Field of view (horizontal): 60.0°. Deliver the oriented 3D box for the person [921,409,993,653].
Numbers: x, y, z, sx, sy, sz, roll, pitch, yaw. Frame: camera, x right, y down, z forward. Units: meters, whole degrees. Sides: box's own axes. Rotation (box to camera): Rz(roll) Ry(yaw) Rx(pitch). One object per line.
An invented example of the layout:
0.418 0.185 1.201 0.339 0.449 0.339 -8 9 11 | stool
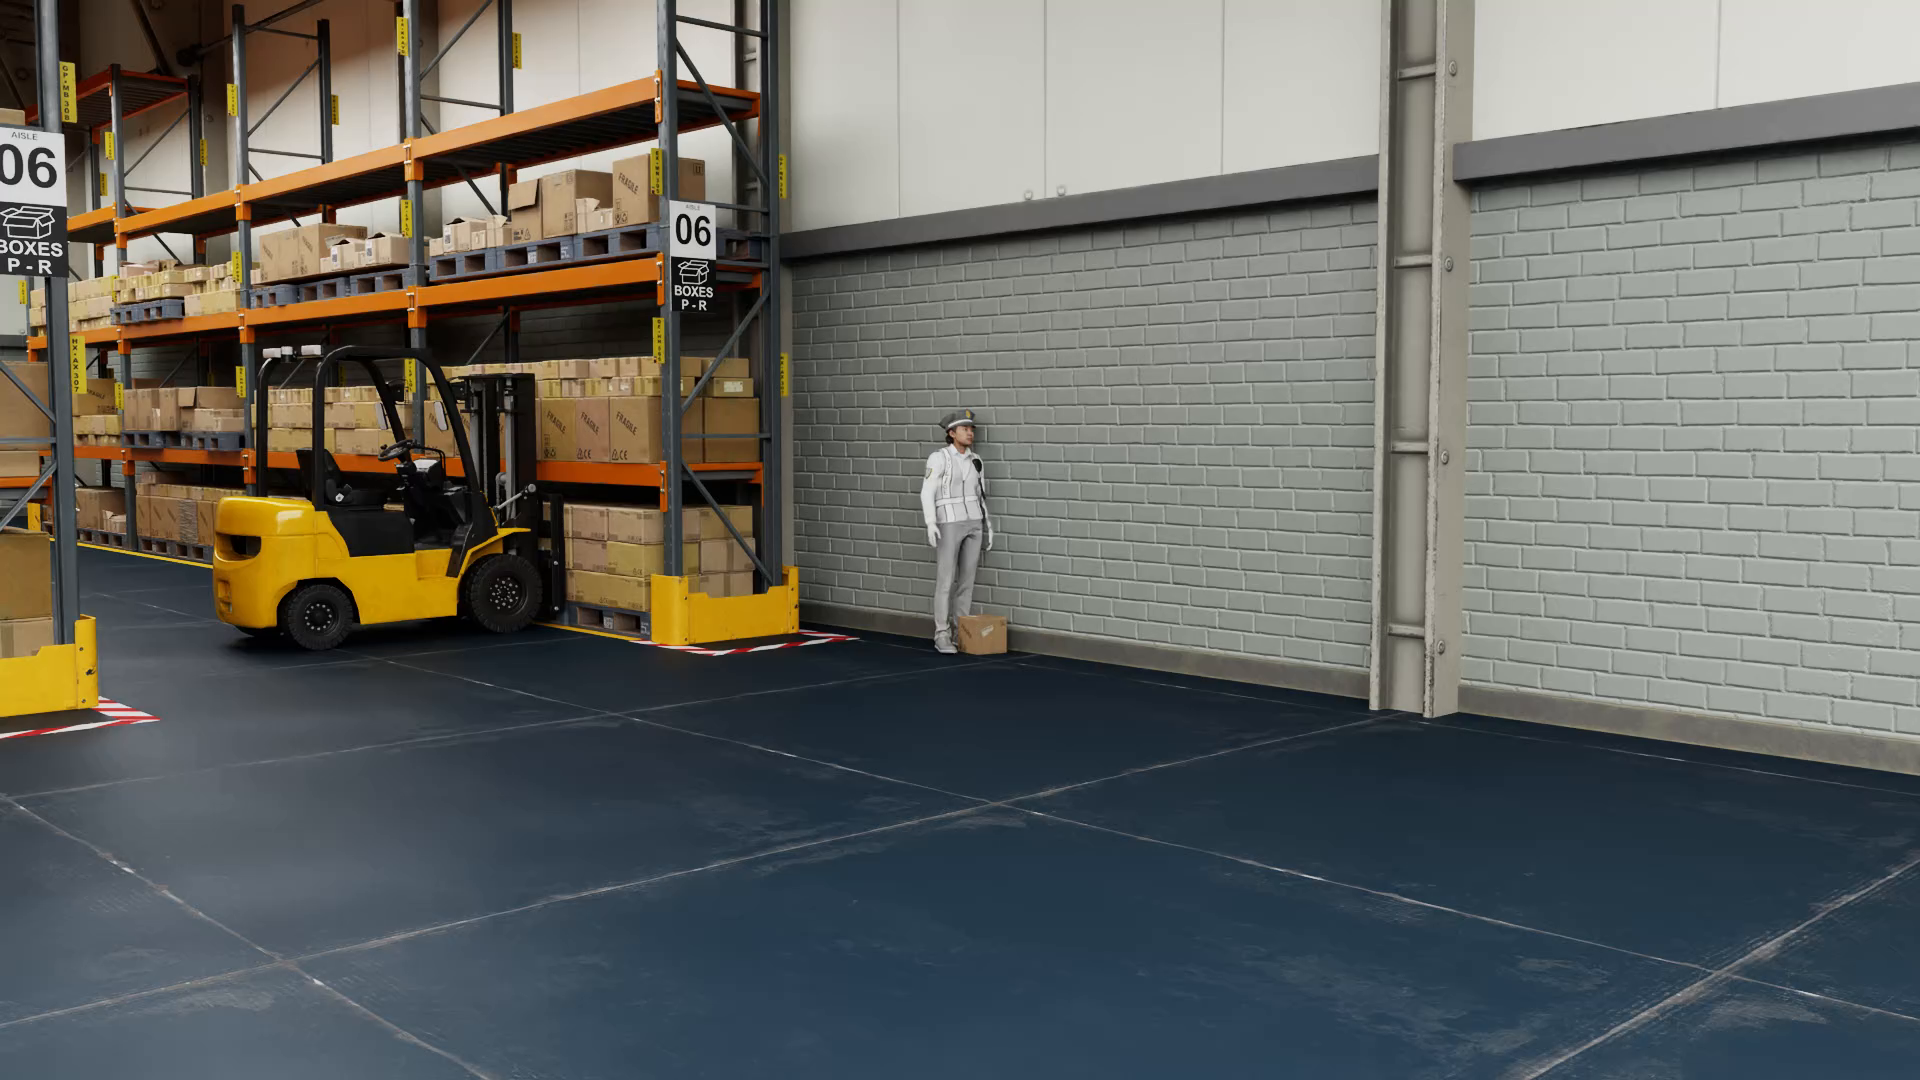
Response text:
0.026 -0.078 11.779 0.586 1.694 0.531 -2 5 -31 | person
